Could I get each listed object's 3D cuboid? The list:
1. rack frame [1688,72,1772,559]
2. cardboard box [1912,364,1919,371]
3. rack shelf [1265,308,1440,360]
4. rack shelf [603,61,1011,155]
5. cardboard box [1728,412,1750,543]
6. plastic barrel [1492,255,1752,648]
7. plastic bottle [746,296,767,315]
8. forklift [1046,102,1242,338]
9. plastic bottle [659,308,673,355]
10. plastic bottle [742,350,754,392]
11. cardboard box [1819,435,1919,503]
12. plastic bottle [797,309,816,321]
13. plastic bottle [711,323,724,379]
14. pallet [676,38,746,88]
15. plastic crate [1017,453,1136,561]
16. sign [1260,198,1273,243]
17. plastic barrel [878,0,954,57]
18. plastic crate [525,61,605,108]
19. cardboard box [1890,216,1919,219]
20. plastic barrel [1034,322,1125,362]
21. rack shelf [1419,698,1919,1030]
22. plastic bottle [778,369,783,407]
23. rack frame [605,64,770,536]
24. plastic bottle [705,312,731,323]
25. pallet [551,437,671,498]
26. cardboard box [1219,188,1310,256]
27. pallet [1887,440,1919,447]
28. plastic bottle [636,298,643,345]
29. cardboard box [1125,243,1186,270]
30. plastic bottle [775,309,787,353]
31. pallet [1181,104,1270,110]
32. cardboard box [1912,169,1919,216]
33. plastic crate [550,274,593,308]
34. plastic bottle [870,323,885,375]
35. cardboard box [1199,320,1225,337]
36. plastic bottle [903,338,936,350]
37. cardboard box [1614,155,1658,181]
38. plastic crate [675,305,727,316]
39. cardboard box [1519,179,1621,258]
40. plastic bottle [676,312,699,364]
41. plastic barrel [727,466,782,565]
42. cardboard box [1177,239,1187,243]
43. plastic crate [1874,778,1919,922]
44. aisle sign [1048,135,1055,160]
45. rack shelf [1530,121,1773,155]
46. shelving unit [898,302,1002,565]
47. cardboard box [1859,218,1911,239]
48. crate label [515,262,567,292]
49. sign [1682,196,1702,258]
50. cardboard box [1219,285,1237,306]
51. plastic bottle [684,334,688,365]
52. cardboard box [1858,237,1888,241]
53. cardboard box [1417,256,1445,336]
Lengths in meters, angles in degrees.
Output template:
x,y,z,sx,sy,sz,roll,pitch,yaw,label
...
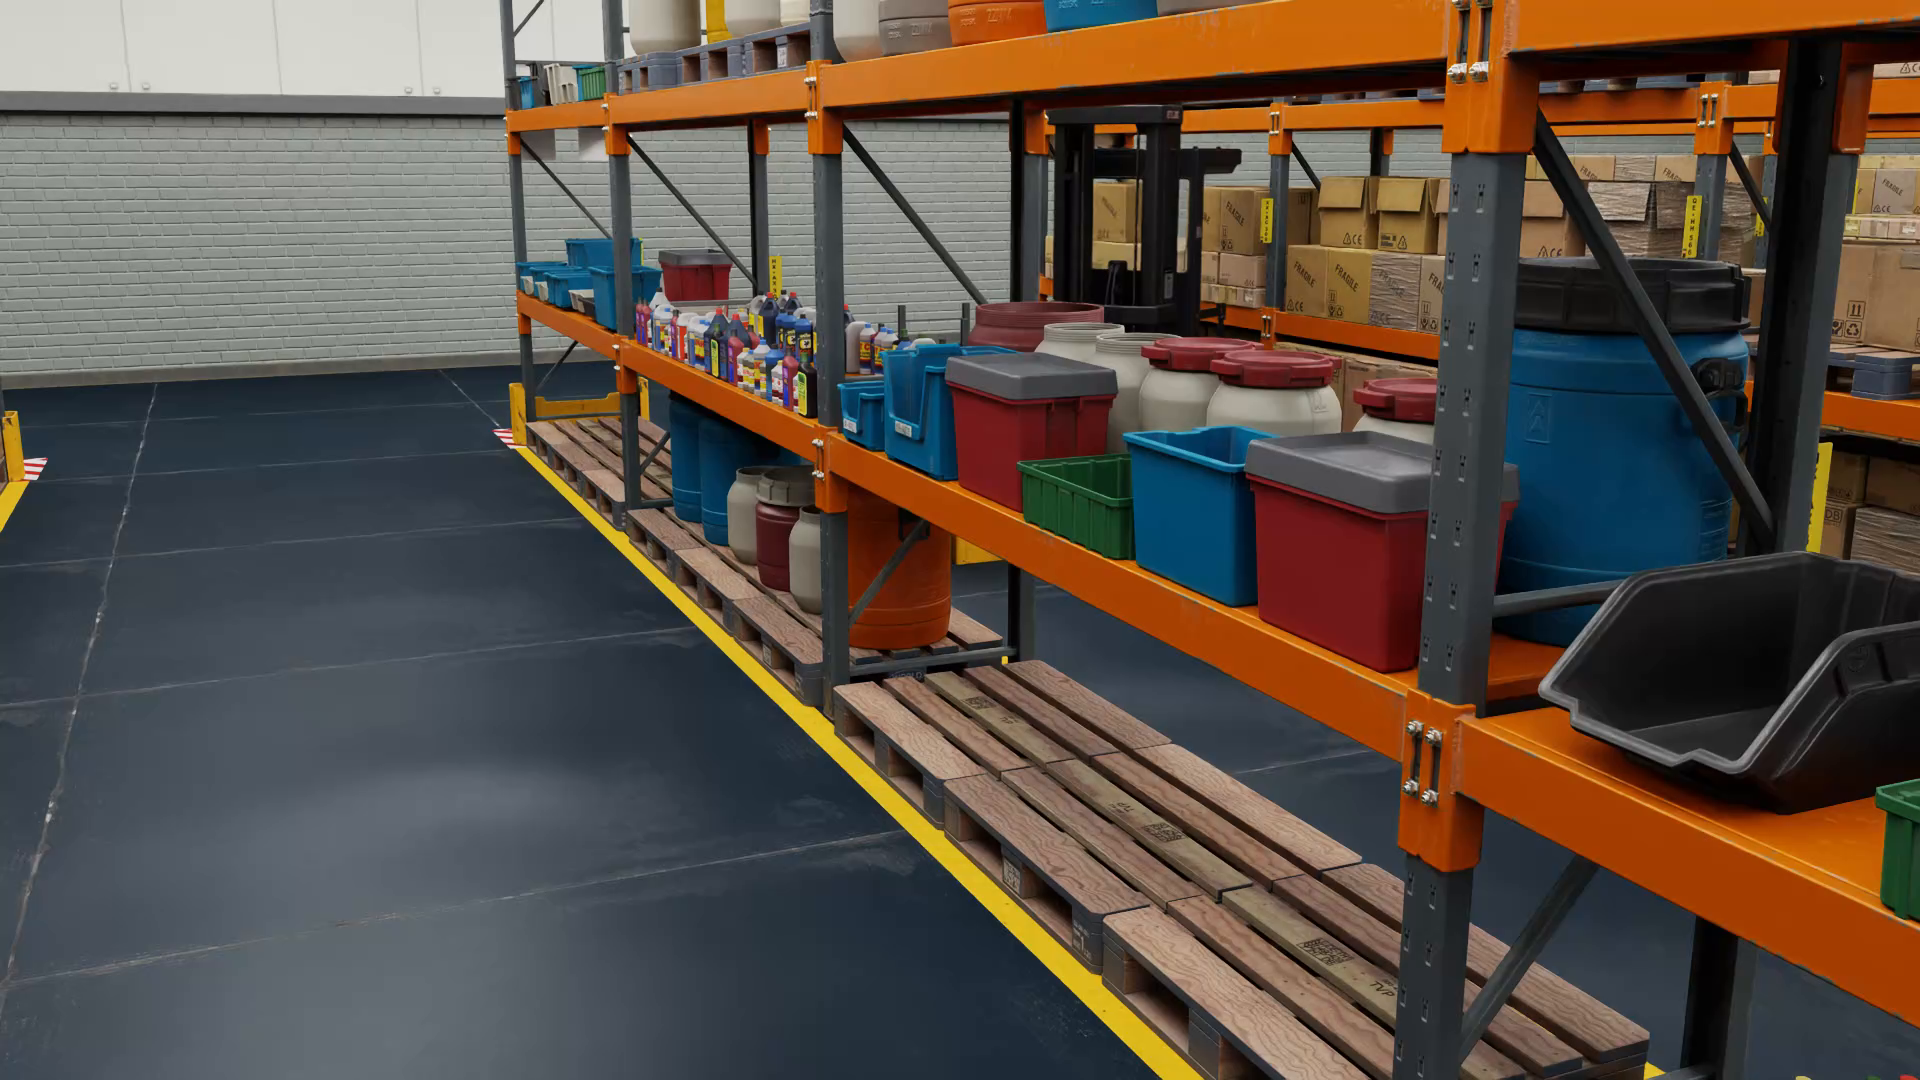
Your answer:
x,y,z,sx,sy,sz,roll,pitch,yaw,label
4.406,-1.155,9.208,1.000,3.000,0.127,-6,14,-23,rack frame
7.859,-1.369,13.080,0.500,0.250,0.500,-5,14,-21,cardboard box
3.605,-1.218,11.075,1.077,0.370,4.000,-6,14,-23,rack shelf
-0.933,-2.232,8.803,1.077,0.370,4.000,-6,14,-23,rack shelf
4.149,-0.469,10.024,1.225,0.875,0.875,-6,14,-26,cardboard box
1.593,-0.233,4.111,0.600,0.901,0.708,-6,14,-23,plastic barrel
-1.280,-1.421,10.634,0.152,0.276,0.135,-6,14,-23,plastic bottle
1.419,-1.905,12.601,1.130,2.935,3.031,9,16,33,forklift
-1.730,-1.239,9.858,0.097,0.271,0.097,0,13,0,plastic bottle
-1.041,-0.850,8.330,0.097,0.201,0.097,0,13,0,plastic bottle
4.702,-0.381,8.769,0.500,0.250,0.500,-5,14,-21,cardboard box
-0.878,-1.214,9.738,0.152,0.276,0.135,-6,14,-23,plastic bottle
-1.270,-0.998,8.787,0.061,0.283,0.133,-6,14,-23,plastic bottle
-0.874,-2.516,8.856,1.003,0.211,1.213,-6,14,-23,pallet
0.514,-0.112,5.173,0.450,0.188,0.662,-6,14,-23,plastic crate
2.296,-2.391,12.454,0.100,0.325,0.005,-6,14,-23,sign
-0.002,-2.224,6.063,0.600,0.901,0.600,0,13,0,plastic barrel
-2.976,-3.451,12.614,0.504,0.338,0.767,-6,14,-23,plastic crate
7.939,-2.606,13.785,0.380,0.149,0.250,-6,14,-25,cardboard box
0.476,-0.569,6.428,0.421,0.512,0.421,0,13,0,plastic barrel
2.272,0.882,2.000,1.077,0.370,4.000,-6,14,-23,rack shelf
-0.807,-0.729,7.808,0.097,0.201,0.097,0,13,0,plastic bottle
-1.734,-1.534,10.846,1.000,3.000,0.127,-6,14,-23,rack frame
-1.388,-1.166,9.531,0.152,0.276,0.135,-6,14,-23,plastic bottle
-2.557,-0.576,12.892,1.003,0.211,1.213,-6,14,-23,pallet
2.375,-2.489,12.984,0.500,0.500,0.500,-5,14,-21,cardboard box
8.195,-0.637,13.154,1.003,0.211,1.213,-6,14,-23,pallet
-1.978,-1.363,10.365,0.061,0.283,0.133,-6,14,-23,plastic bottle
1.773,-2.438,14.424,0.500,0.250,0.500,-6,14,-24,cardboard box
-1.039,-1.224,9.793,0.097,0.271,0.097,0,13,0,plastic bottle
2.001,-3.821,14.272,1.003,0.211,1.213,-6,14,-23,pallet
10.841,-3.799,18.193,0.500,0.500,0.500,-6,14,-23,cardboard box
-2.892,-1.893,12.636,0.416,0.233,0.300,-6,14,-23,plastic crate
-0.430,-1.012,8.850,0.061,0.283,0.133,-6,14,-23,plastic bottle
2.252,-1.480,14.395,0.875,0.875,0.875,-6,14,-23,cardboard box
-0.194,-0.861,8.215,0.152,0.276,0.135,-6,14,-23,plastic bottle
6.549,-3.375,15.703,0.500,0.500,0.500,-5,14,-21,cardboard box
-1.790,-1.544,11.340,0.396,0.136,0.243,-6,14,-23,plastic crate
3.870,-1.980,10.326,0.797,0.503,0.637,-5,14,-22,cardboard box
-1.527,-1.152,9.471,0.152,0.276,0.135,-6,14,-23,plastic bottle
-1.104,-0.142,9.416,0.421,0.512,0.421,0,13,0,plastic barrel
2.046,-2.594,15.097,0.500,0.250,0.500,-6,14,-25,cardboard box
1.756,0.528,2.406,0.450,0.188,0.662,-6,14,-23,plastic crate
0.898,-4.062,16.003,0.394,0.787,0.004,-6,14,-23,aisle sign
6.588,-3.933,16.152,1.077,0.370,4.000,-6,14,-23,rack shelf
0.031,-0.715,10.633,0.587,1.500,1.083,-6,14,-23,shelving unit
7.441,-2.496,13.307,0.380,0.149,0.250,-6,14,-24,cardboard box
-3.539,-2.227,14.080,0.416,0.233,0.303,-6,14,-23,crate label
3.899,-1.668,8.858,0.100,0.325,0.005,-6,14,-23,sign
2.278,-1.946,13.182,0.380,0.149,0.250,-5,14,-22,cardboard box
-1.506,-1.090,9.366,0.097,0.201,0.097,0,13,0,plastic bottle
7.440,-2.352,13.348,0.380,0.149,0.250,-6,14,-25,cardboard box
3.373,-1.599,10.905,0.500,0.500,0.500,-5,14,-22,cardboard box
